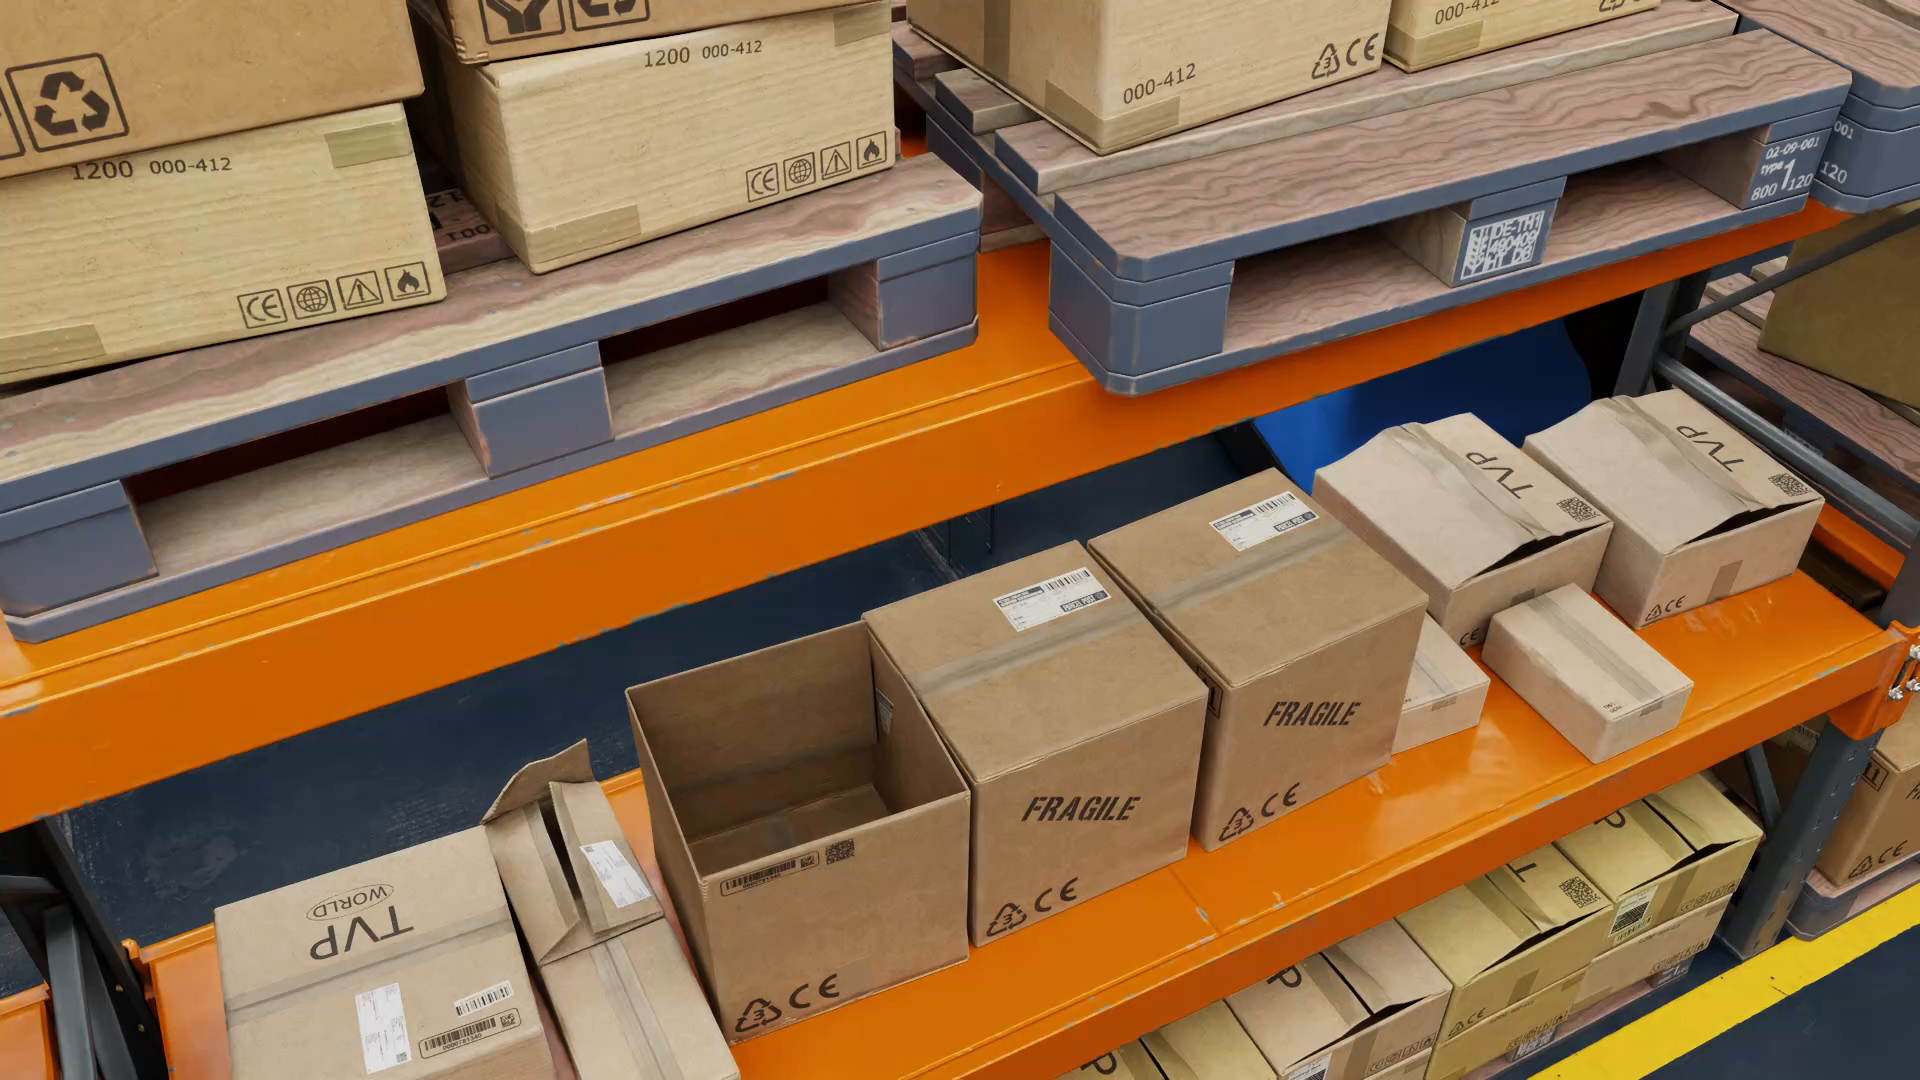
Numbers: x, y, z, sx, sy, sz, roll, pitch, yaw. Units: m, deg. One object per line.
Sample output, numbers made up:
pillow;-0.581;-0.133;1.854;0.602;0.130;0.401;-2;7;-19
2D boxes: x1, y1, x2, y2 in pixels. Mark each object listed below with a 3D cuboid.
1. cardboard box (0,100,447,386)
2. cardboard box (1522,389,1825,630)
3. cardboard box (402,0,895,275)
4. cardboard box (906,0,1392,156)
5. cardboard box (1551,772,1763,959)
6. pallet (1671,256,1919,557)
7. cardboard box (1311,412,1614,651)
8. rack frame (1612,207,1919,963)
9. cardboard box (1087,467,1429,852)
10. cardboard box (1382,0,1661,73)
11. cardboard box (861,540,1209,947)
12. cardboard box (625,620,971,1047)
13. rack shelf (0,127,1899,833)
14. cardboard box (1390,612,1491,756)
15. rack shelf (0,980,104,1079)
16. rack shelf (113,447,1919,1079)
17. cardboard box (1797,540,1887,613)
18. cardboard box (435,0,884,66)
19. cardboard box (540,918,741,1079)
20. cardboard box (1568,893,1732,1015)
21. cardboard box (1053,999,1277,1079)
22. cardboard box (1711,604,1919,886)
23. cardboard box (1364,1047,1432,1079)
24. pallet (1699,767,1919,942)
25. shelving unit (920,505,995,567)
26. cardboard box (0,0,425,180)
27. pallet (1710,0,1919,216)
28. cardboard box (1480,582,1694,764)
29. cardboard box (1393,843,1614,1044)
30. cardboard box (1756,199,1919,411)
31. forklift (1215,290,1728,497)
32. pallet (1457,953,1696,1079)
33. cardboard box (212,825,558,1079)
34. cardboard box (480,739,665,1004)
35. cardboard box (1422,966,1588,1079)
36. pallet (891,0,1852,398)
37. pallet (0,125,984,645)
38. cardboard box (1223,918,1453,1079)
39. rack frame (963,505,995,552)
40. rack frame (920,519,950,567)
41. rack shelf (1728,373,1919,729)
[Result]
cardboard box;-0.912;-0.460;1.941;0.500;0.250;0.500;-14;42;-16
cardboard box;1.742;-0.110;4.127;0.500;0.311;0.500;-16;43;-18
cardboard box;-0.426;-0.625;2.136;0.500;0.250;0.500;-23;45;-25
cardboard box;0.261;-0.817;2.363;0.500;0.250;0.500;-22;45;-24
cardboard box;1.734;0.746;4.417;0.500;0.311;0.500;-17;43;-20
pallet;2.654;-0.396;4.545;1.003;0.211;1.213;-19;44;-21
cardboard box;1.202;-0.037;4.041;0.500;0.311;0.500;-19;44;-21
rack frame;2.085;-0.227;4.197;0.127;3.000;1.000;-19;44;-21
cardboard box;0.604;0.245;3.562;0.500;0.500;0.500;-21;45;-23
cardboard box;0.739;-0.976;2.551;0.500;0.250;0.500;-19;44;-21
cardboard box;0.137;0.402;3.376;0.500;0.500;0.500;-19;44;-21
cardboard box;-0.307;0.551;3.199;0.500;0.500;0.500;-16;43;-18
rack shelf;0.311;-0.500;2.755;4.000;0.370;1.077;-19;44;-21
cardboard box;0.980;0.282;3.790;0.250;0.149;0.380;-15;43;-18
rack shelf;-3.237;1.838;2.314;4.000;0.370;1.077;-19;44;-21
rack shelf;0.311;0.644;3.724;4.000;0.370;1.077;-19;44;-21
cardboard box;2.806;0.145;5.351;0.500;0.500;0.500;-17;43;-19
cardboard box;-0.403;-0.912;1.895;0.500;0.500;0.500;-15;42;-17
cardboard box;-0.583;0.915;3.041;0.250;0.149;0.380;-19;44;-21
cardboard box;1.731;0.959;4.599;0.500;0.250;0.500;-18;43;-20
cardboard box;0.382;1.202;3.878;0.500;0.311;0.500;-17;43;-19
cardboard box;2.621;0.587;4.829;0.500;0.500;0.500;-17;43;-19
cardboard box;0.828;1.263;4.239;0.500;0.250;0.500;-18;43;-20
pallet;2.764;0.636;5.335;1.213;0.211;1.003;-19;44;-21
shelving unit;-0.013;-0.454;5.857;0.189;1.200;0.258;-19;44;-21
cardboard box;-0.898;-0.729;1.678;0.500;0.500;0.500;-18;43;-20
pallet;1.524;-1.046;2.989;1.003;0.211;1.213;-17;43;-19
cardboard box;1.415;0.296;3.774;0.250;0.149;0.380;-19;44;-21
cardboard box;1.276;0.904;4.229;0.500;0.311;0.500;-19;44;-21
cardboard box;2.591;-0.678;4.327;0.700;0.500;0.500;31;49;31
forklift;2.564;-1.565;5.830;3.031;2.935;1.130;-10;41;-12
pallet;1.337;1.061;4.834;1.213;0.211;1.003;-19;44;-21
cardboard box;-1.046;0.852;3.038;0.500;0.250;0.500;-16;43;-18
cardboard box;-0.768;0.650;3.264;0.258;0.266;0.396;-20;44;-22
cardboard box;1.275;1.115;4.415;0.500;0.250;0.500;-19;44;-21
pallet;0.534;-0.711;2.592;1.213;0.211;1.003;-17;43;-19
pallet;-0.687;-0.376;2.199;1.217;0.209;0.805;-20;44;-22
cardboard box;0.827;1.053;4.053;0.500;0.311;0.500;-19;44;-21
rack frame;0.068;-0.481;5.890;0.006;1.200;0.240;-19;44;-21
rack frame;-0.094;-0.426;5.825;0.006;1.200;0.240;-19;44;-21
rack shelf;3.859;-0.549;5.134;4.000;0.370;1.077;-19;44;-21
